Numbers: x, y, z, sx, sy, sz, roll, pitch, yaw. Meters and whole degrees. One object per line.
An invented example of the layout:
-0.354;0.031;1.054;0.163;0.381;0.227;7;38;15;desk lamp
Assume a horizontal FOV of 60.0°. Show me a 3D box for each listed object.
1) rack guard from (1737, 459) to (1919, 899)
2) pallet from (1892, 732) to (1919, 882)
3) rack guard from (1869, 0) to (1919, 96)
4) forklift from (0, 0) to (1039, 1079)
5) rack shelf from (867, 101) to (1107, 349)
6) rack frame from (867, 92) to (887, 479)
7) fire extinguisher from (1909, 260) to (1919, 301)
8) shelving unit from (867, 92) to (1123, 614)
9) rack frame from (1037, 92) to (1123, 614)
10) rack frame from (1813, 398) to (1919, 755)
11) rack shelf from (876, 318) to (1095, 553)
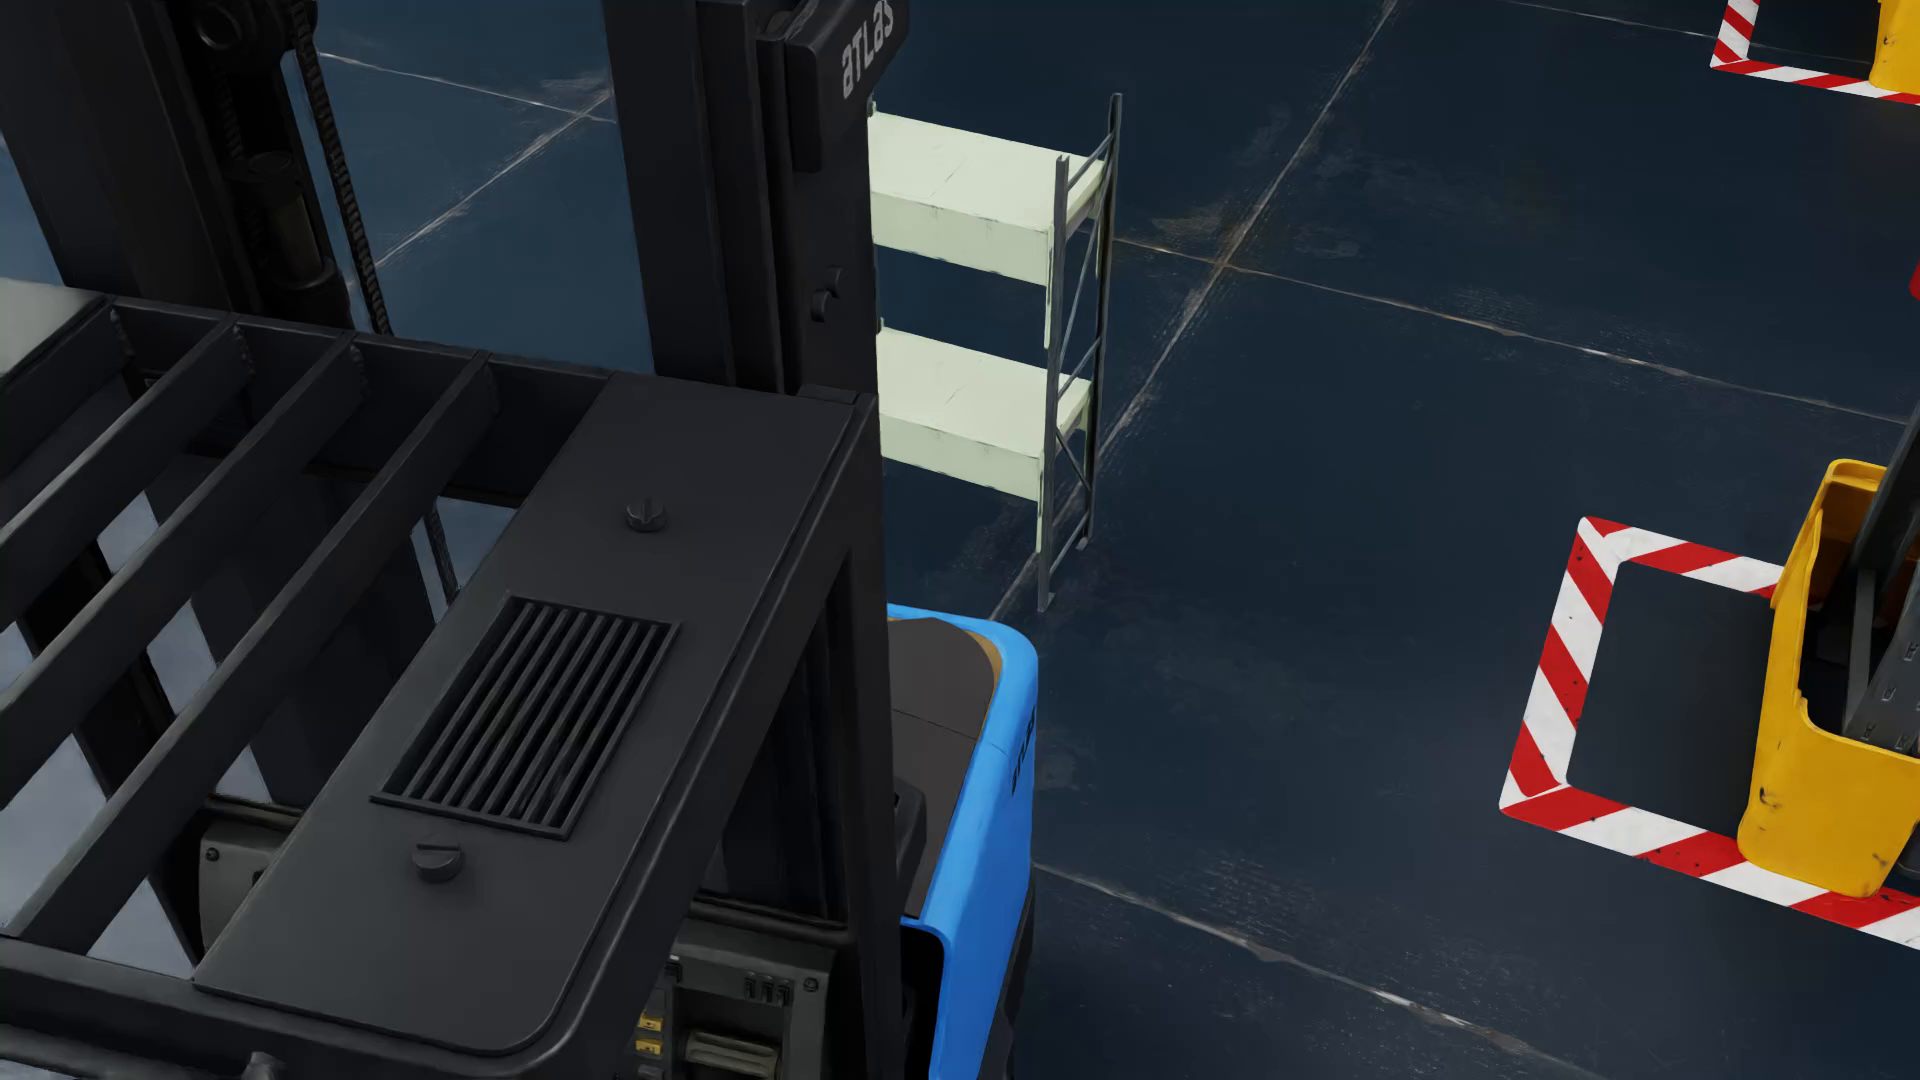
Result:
2.405;0.337;4.479;0.348;0.500;1.175;17;44;19;rack guard
3.138;0.640;4.350;1.213;0.211;1.003;17;44;19;pallet
4.587;-2.576;7.841;0.348;0.500;1.175;17;44;19;rack guard
-0.678;0.743;2.155;1.130;2.935;3.031;9;42;11;forklift
-0.006;-0.863;4.505;0.720;0.370;0.431;17;44;19;rack shelf
-0.338;-0.670;4.878;0.023;1.500;0.400;17;44;19;rack frame
2.516;-0.880;4.034;0.183;0.674;0.296;17;44;19;fire extinguisher
-0.006;-0.569;4.761;0.755;1.500;0.431;17;44;19;shelving unit
0.326;-0.467;4.644;0.023;1.500;0.400;17;44;19;rack frame
2.427;-0.601;3.653;0.127;3.000;1.000;17;44;19;rack frame
-0.006;-0.322;4.974;0.720;0.370;0.431;17;44;19;rack shelf
